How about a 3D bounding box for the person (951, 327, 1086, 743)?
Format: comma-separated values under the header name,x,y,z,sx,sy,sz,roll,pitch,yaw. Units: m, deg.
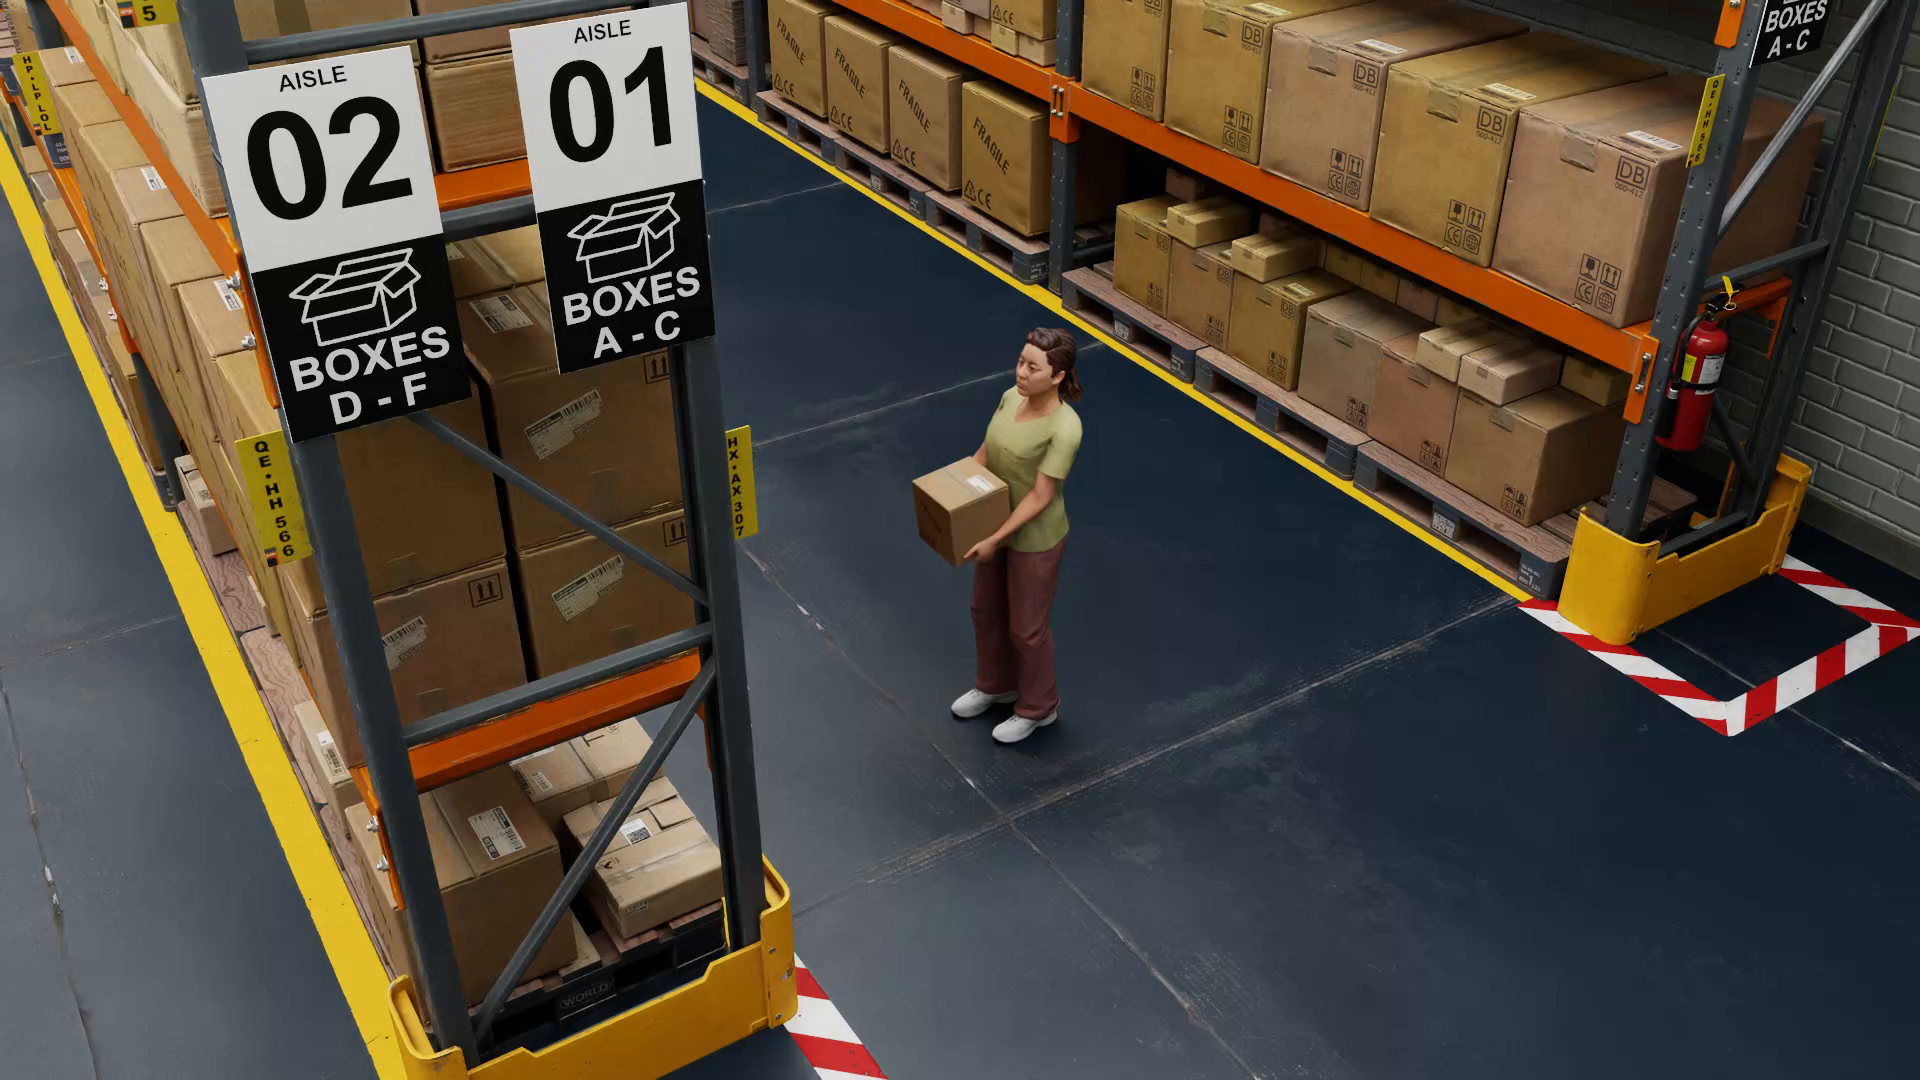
name,x,y,z,sx,sy,sz,roll,pitch,yaw
person,0.184,0.003,6.145,0.559,1.662,0.427,-19,37,-27
